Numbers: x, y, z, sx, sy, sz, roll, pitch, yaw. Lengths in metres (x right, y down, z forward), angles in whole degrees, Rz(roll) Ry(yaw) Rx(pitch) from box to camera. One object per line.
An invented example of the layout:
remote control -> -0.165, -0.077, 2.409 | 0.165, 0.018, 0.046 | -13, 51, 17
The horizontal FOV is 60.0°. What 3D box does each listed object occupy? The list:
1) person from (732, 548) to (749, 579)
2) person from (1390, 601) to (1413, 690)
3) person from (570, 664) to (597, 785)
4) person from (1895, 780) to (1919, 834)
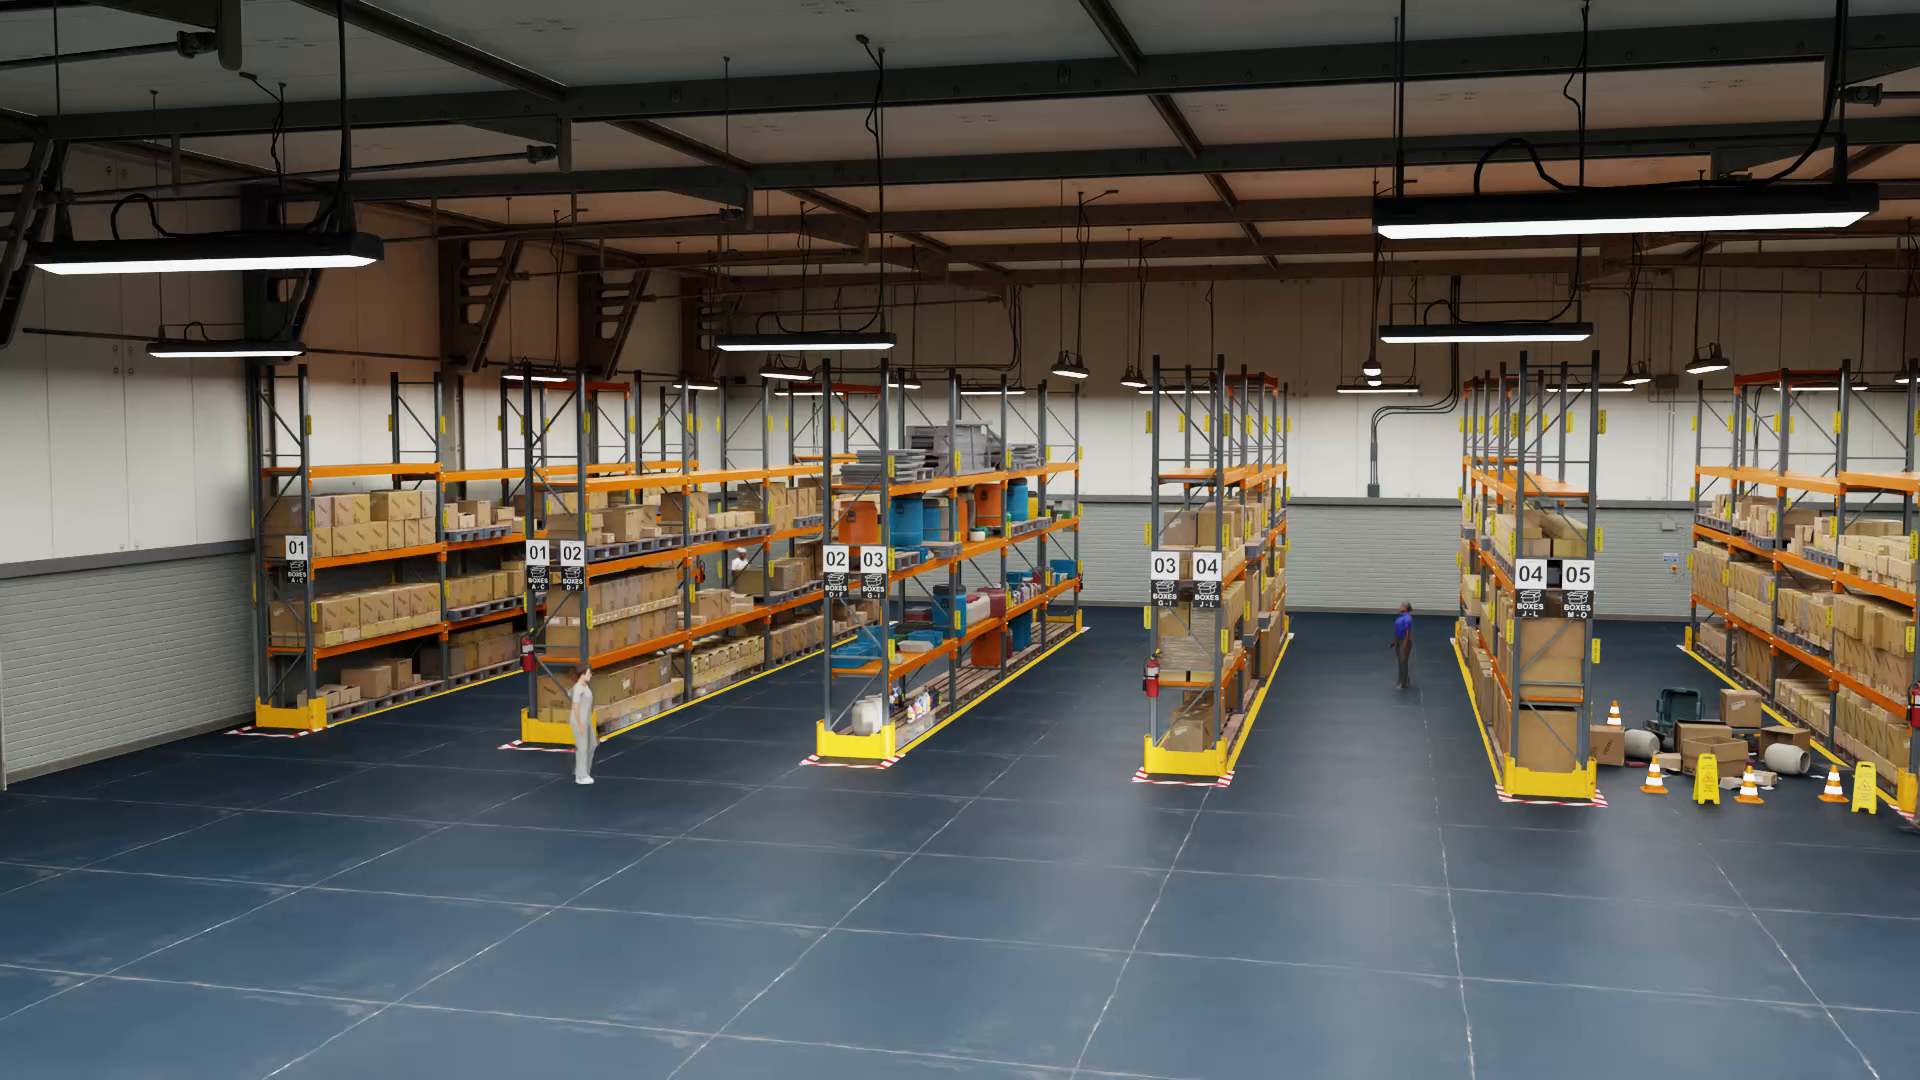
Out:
person -> -5.858, 1.071, 44.208 | 0.677, 1.738, 0.608 | 1, 4, 19
person -> 8.411, 2.054, 31.722 | 0.507, 1.632, 0.475 | -2, 4, -23
person -> -5.280, 2.594, 23.306 | 0.362, 1.724, 0.516 | 0, 4, 5
person -> 12.010, 2.766, 20.241 | 0.982, 1.696, 0.509 | 0, 4, -7
